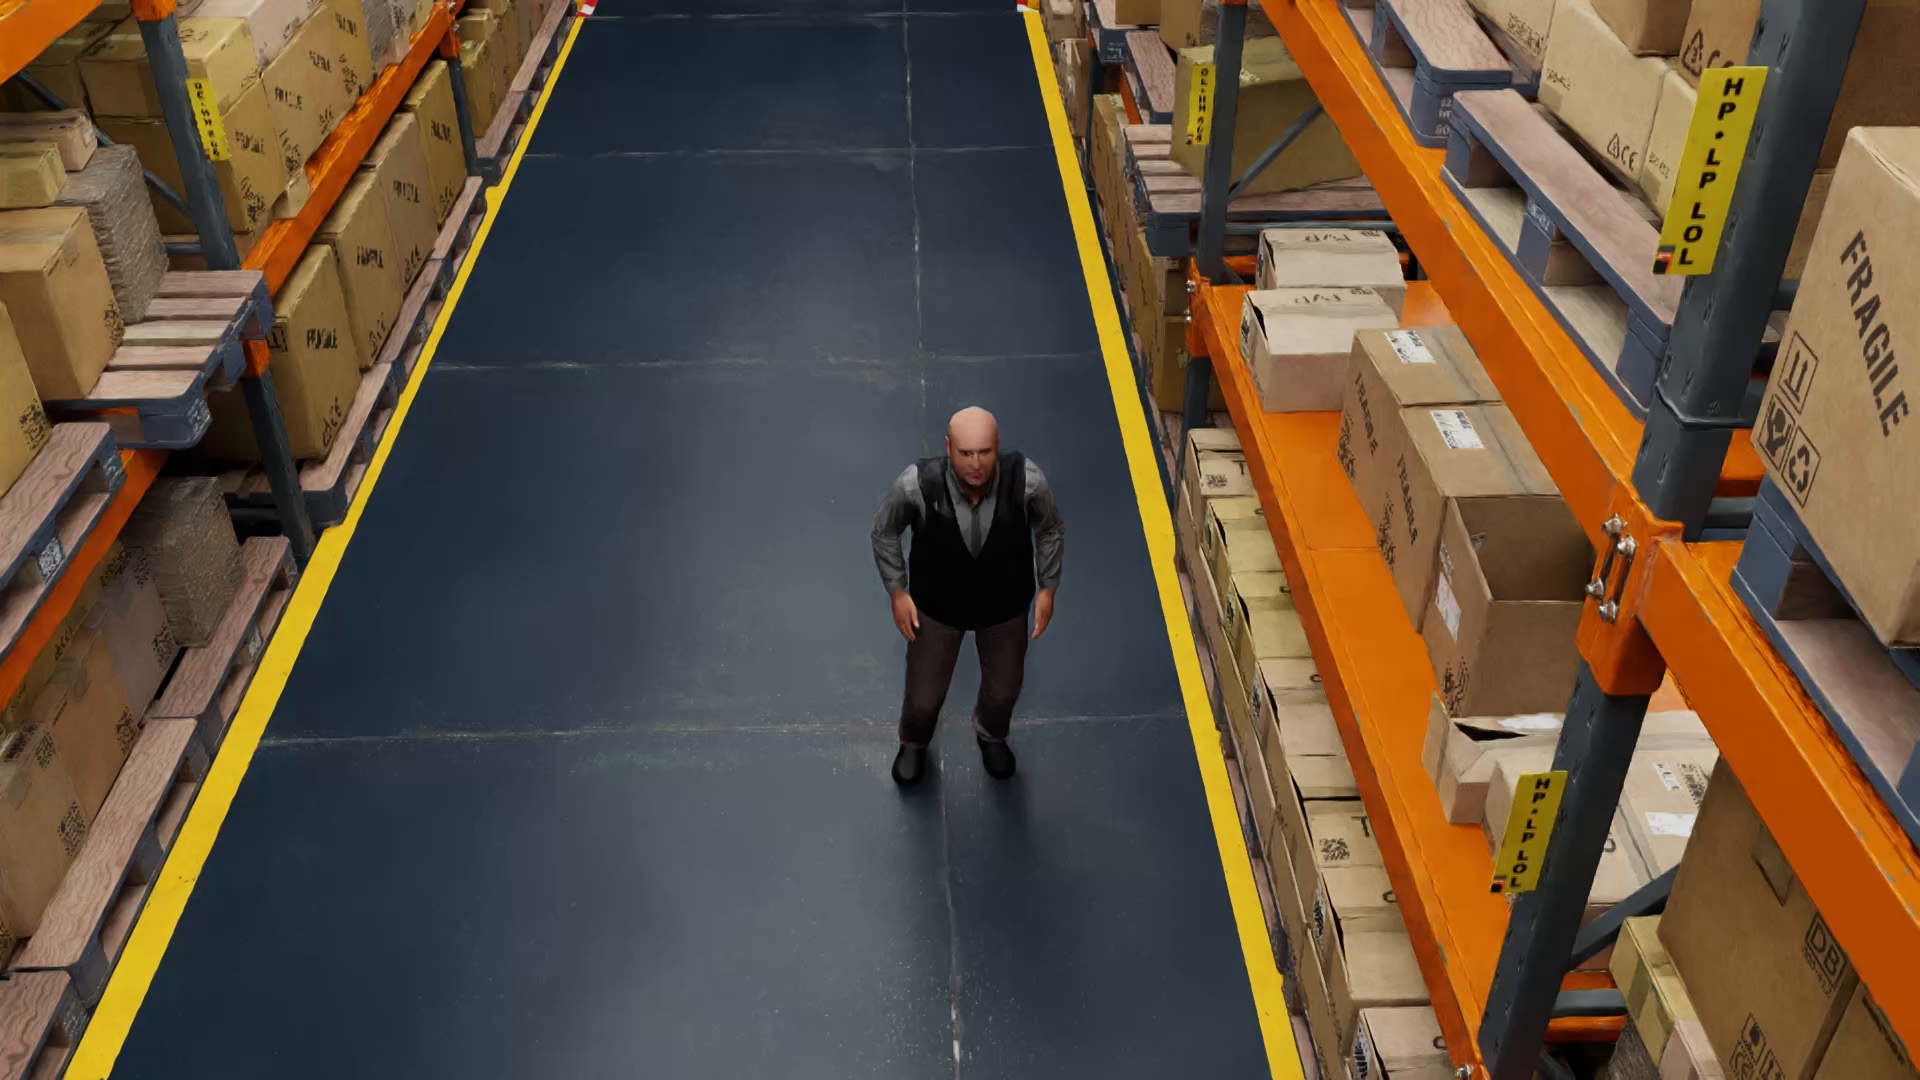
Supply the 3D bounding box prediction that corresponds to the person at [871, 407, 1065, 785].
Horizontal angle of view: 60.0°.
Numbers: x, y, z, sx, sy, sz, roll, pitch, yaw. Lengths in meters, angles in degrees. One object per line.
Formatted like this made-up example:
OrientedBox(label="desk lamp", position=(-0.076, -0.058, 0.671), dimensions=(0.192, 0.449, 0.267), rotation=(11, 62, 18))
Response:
OrientedBox(label="person", position=(0.029, 0.208, 5.901), dimensions=(0.673, 1.682, 0.509), rotation=(-2, 35, -4))
